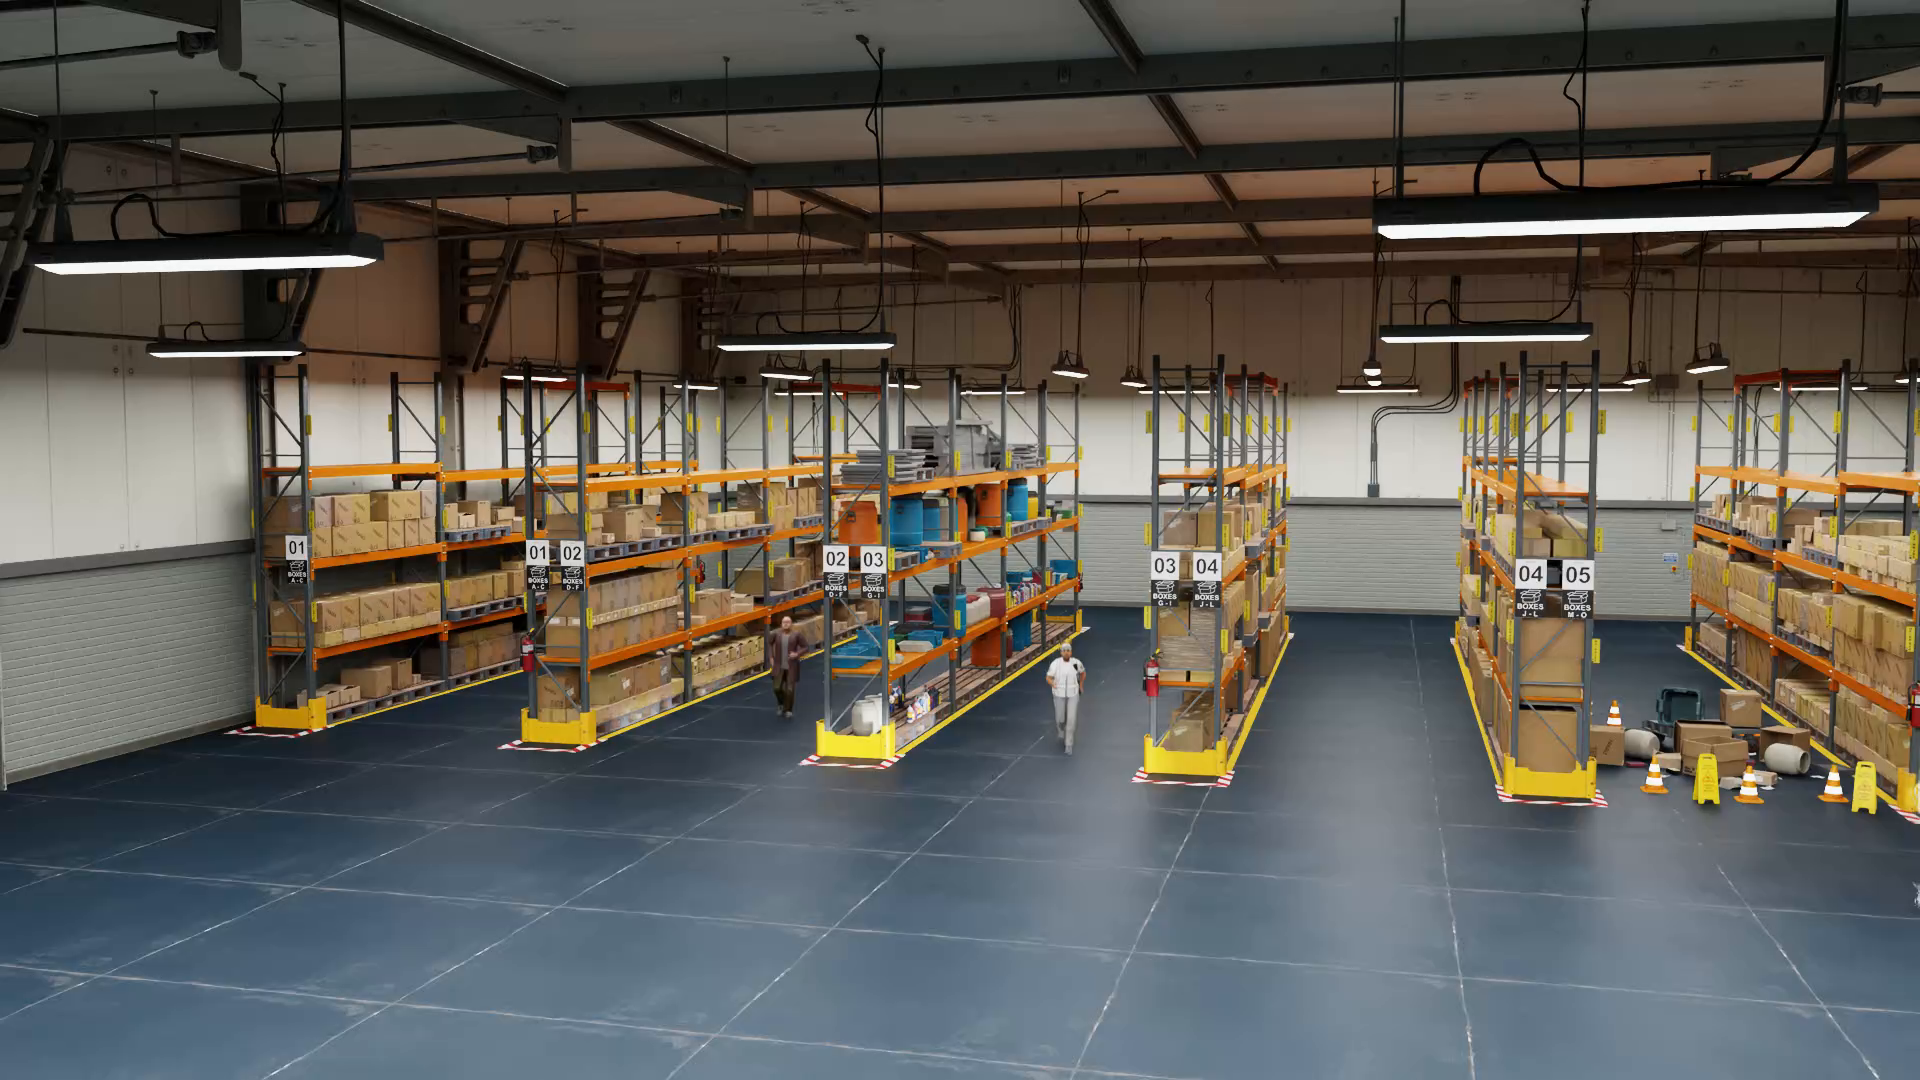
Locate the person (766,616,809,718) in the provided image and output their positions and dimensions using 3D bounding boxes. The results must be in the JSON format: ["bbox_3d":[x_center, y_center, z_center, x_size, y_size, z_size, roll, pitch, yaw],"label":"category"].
[{"bbox_3d":[-2.947,2.171,28.248,0.765,1.752,0.609,0,4,5],"label":"person"}]

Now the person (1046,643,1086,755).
[{"bbox_3d":[1.637,2.411,25.629,0.614,1.665,0.900,0,4,4],"label":"person"}]
